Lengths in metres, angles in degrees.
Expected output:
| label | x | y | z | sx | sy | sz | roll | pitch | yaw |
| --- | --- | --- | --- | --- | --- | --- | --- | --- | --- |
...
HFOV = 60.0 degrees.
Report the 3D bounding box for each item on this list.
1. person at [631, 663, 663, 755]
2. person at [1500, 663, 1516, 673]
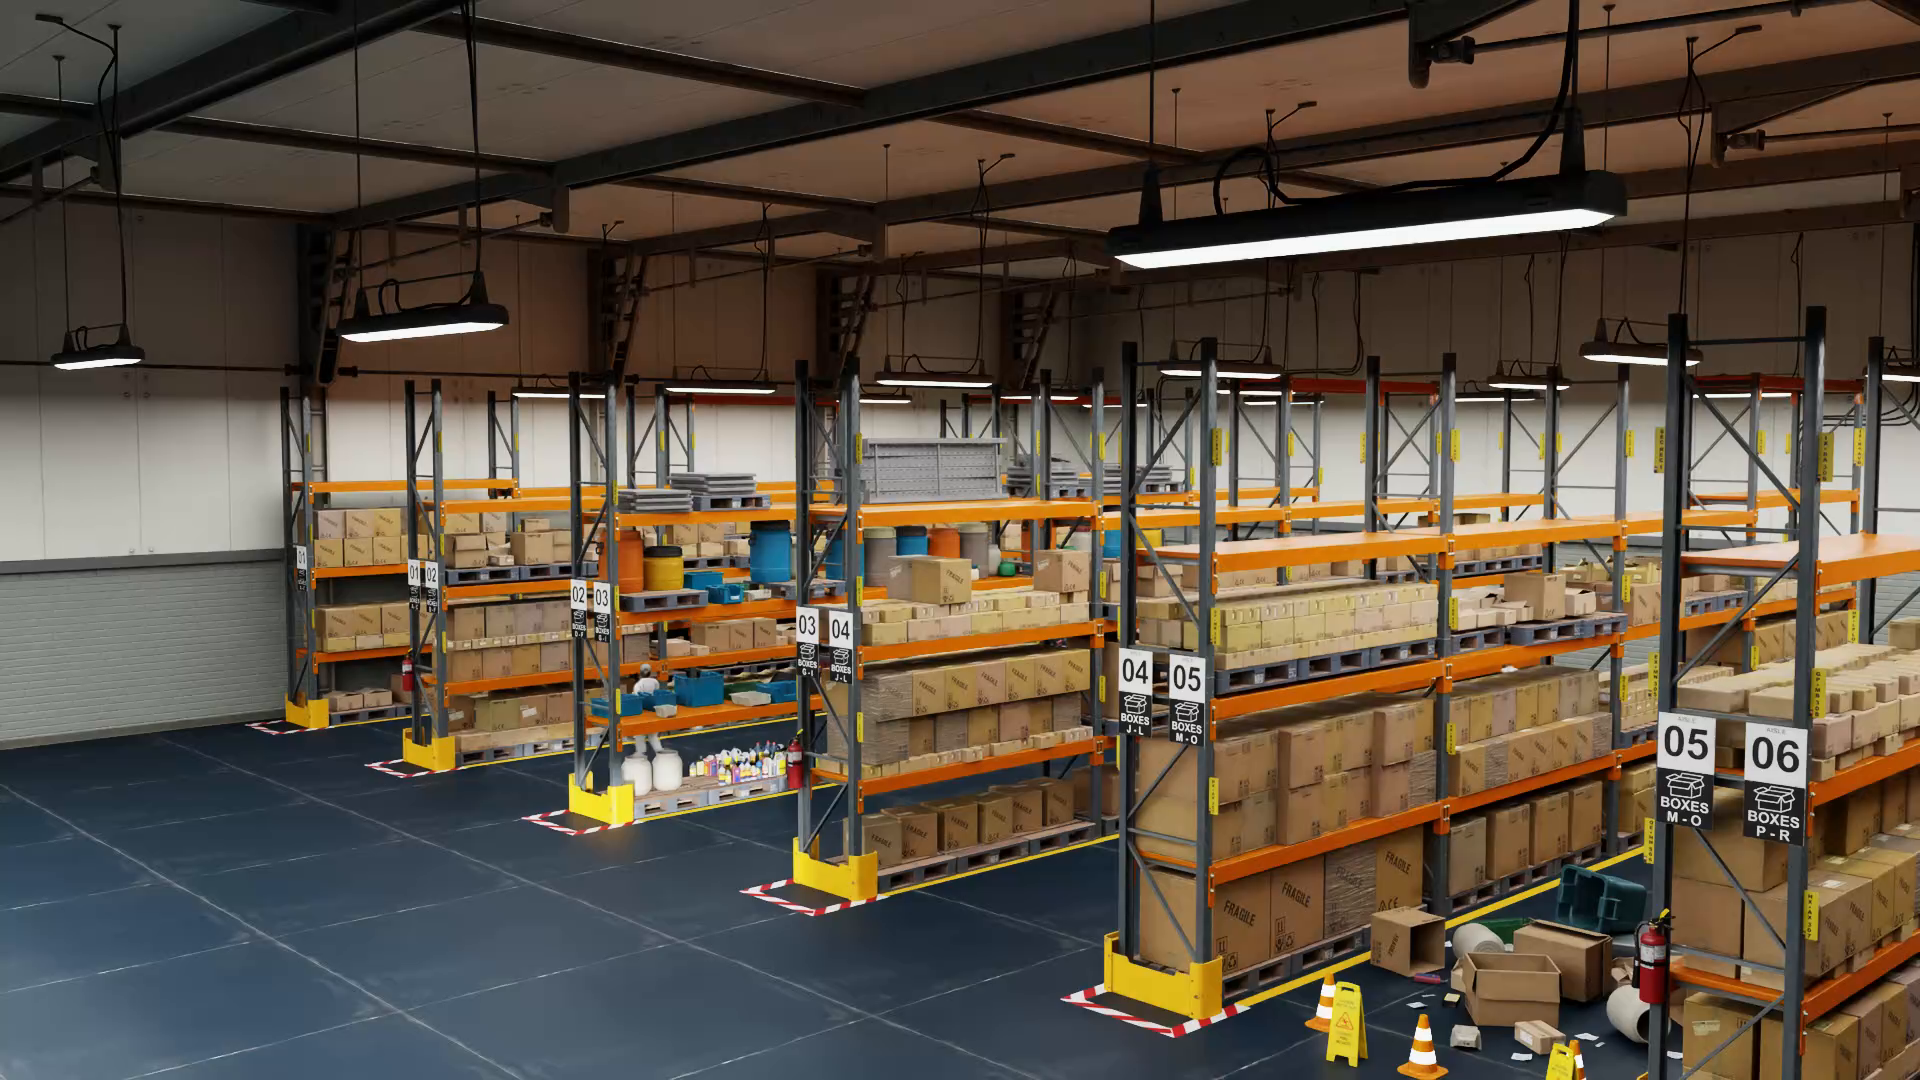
| label | x | y | z | sx | sy | sz | roll | pitch | yaw |
| --- | --- | --- | --- | --- | --- | --- | --- | --- | --- |
| person | -4.761 | 2.715 | 25.346 | 0.434 | 1.691 | 0.536 | 3 | 5 | 37 |
| person | 8.551 | 2.634 | 26.090 | 0.428 | 1.817 | 0.546 | 1 | 4 | 10 |
